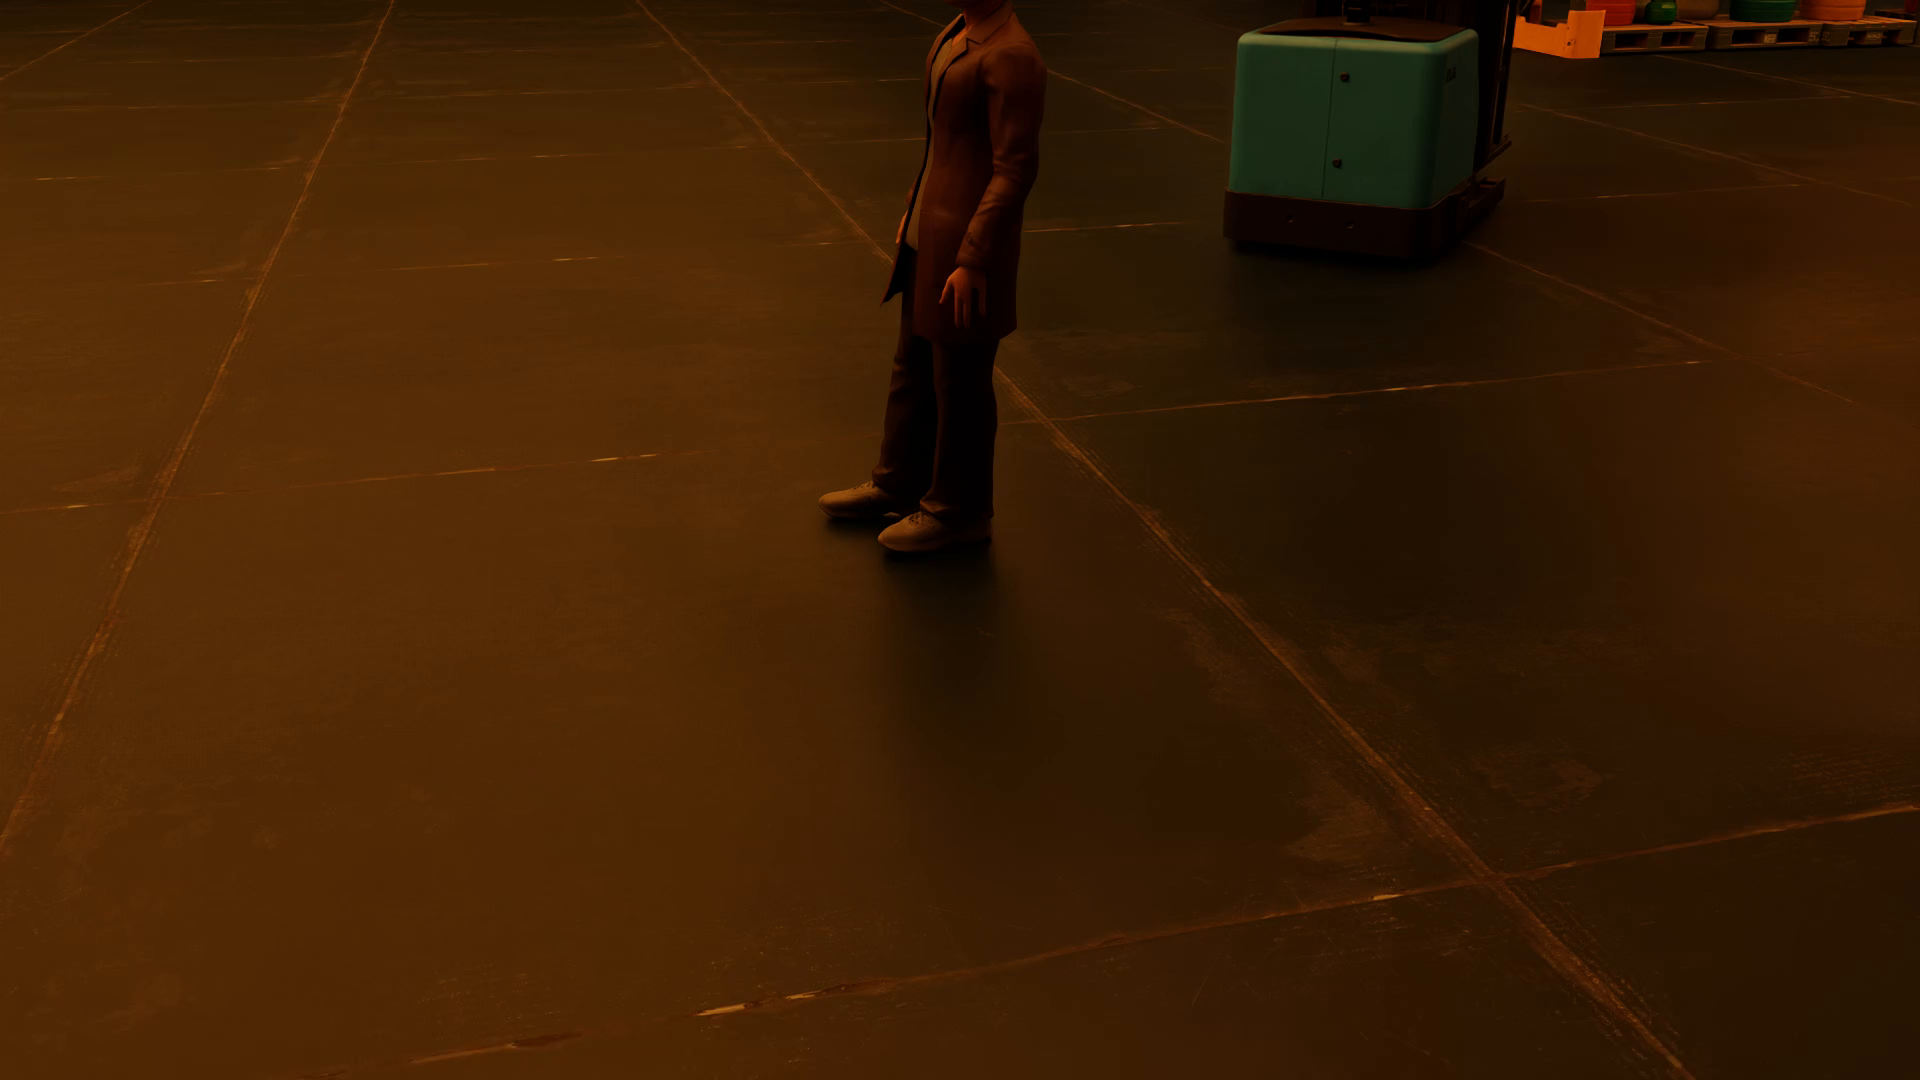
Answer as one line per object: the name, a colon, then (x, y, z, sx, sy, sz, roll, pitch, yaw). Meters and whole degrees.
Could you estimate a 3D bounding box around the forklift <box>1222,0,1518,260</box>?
forklift: (2.475, -3.259, 8.965, 1.130, 2.935, 3.031, 11, 26, 25)

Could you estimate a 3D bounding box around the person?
person: (-0.089, -0.817, 4.684, 0.582, 1.776, 0.696, -6, 24, -14)
